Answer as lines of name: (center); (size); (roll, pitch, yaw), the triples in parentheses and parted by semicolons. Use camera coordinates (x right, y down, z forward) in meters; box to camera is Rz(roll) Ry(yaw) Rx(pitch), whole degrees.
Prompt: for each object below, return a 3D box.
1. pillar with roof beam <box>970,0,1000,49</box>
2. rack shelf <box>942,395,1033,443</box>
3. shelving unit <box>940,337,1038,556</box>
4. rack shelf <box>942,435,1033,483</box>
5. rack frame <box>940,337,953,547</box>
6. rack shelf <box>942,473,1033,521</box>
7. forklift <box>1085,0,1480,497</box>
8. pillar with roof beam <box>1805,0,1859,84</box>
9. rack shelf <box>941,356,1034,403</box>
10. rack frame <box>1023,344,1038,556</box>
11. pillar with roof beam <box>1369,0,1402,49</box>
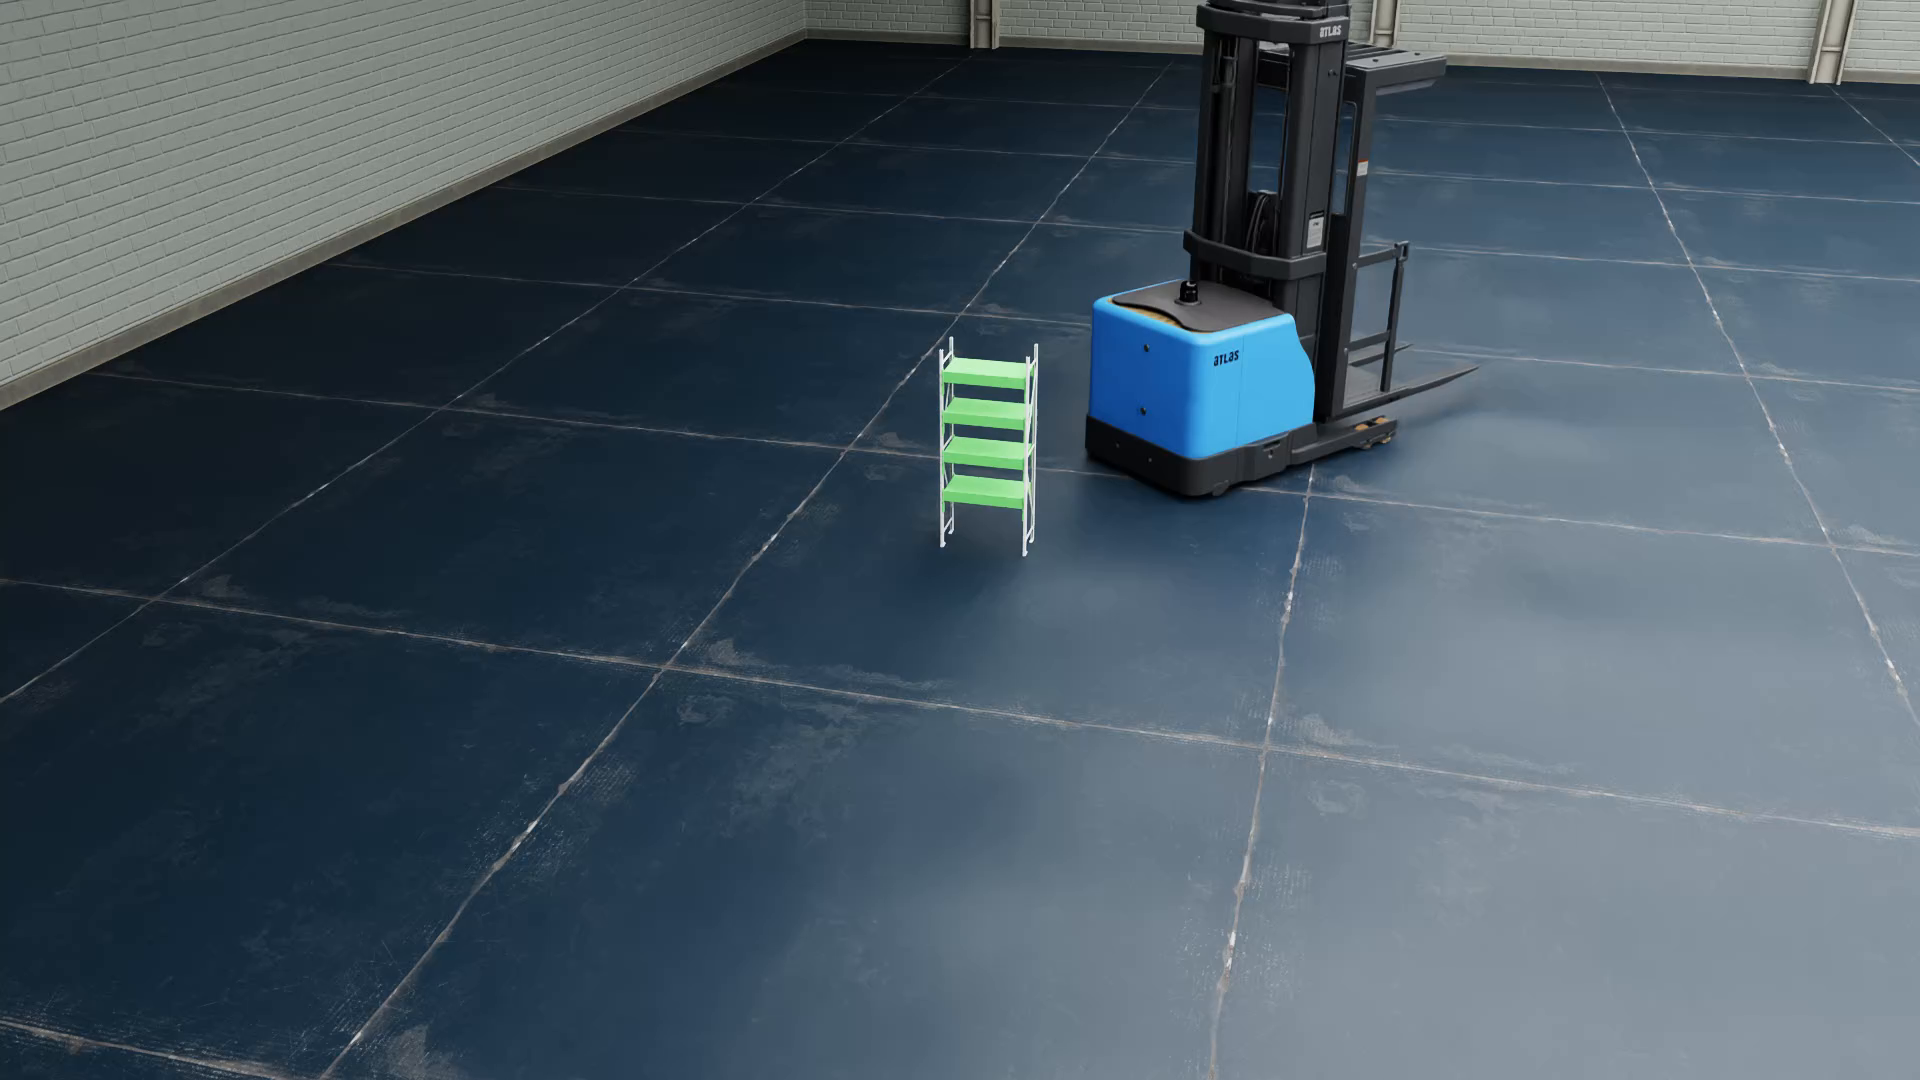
pillar with roof beam: (-0.688, -9.932, 20.143); (0.400, 9.000, 9.100); (6, 26, 13)
rack shelf: (0.160, -0.683, 9.379); (0.480, 0.148, 0.258); (6, 26, 13)
shelving unit: (0.160, -0.524, 9.455); (0.503, 1.200, 0.258); (6, 26, 13)
rack shelf: (0.160, -0.466, 9.482); (0.480, 0.148, 0.258); (6, 26, 13)
rack frame: (-0.076, -0.550, 9.510); (0.015, 1.200, 0.240); (6, 26, 13)
rack shelf: (0.160, -0.250, 9.585); (0.480, 0.148, 0.258); (6, 26, 13)
forklift: (2.296, -2.083, 10.715); (3.031, 2.935, 1.130); (-18, 31, -33)
pillar with roof beam: (10.934, -8.647, 17.444); (0.400, 9.000, 9.100); (6, 26, 13)
rack shelf: (0.160, -0.900, 9.276); (0.480, 0.148, 0.258); (6, 26, 13)
rack frame: (0.397, -0.498, 9.400); (0.015, 1.200, 0.240); (6, 26, 13)
pillar with roof beam: (5.123, -9.290, 18.794); (0.400, 9.000, 9.100); (6, 26, 13)
